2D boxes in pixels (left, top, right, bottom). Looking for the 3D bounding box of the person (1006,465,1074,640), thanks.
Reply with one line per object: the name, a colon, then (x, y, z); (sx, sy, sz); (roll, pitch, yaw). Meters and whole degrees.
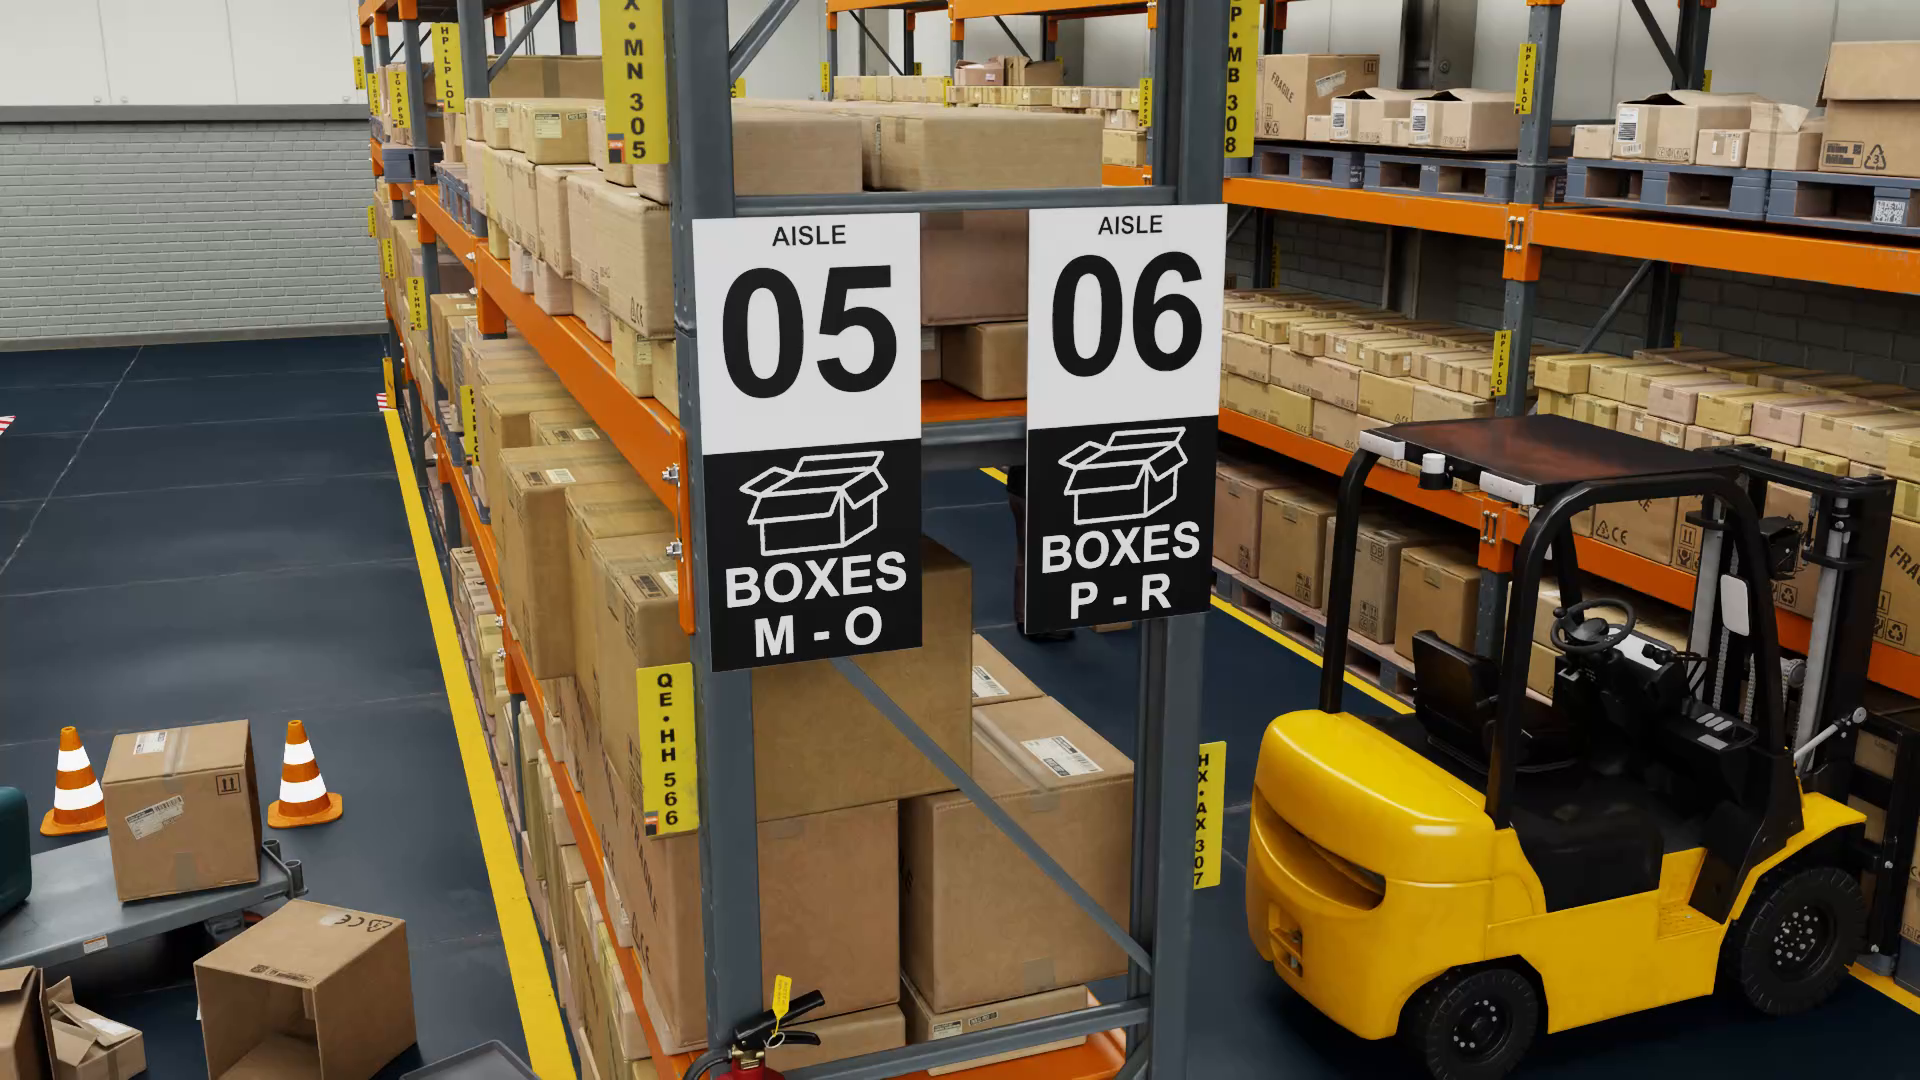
person: (0.492, -0.248, 10.405); (0.387, 1.735, 0.553); (-8, 17, -27)
